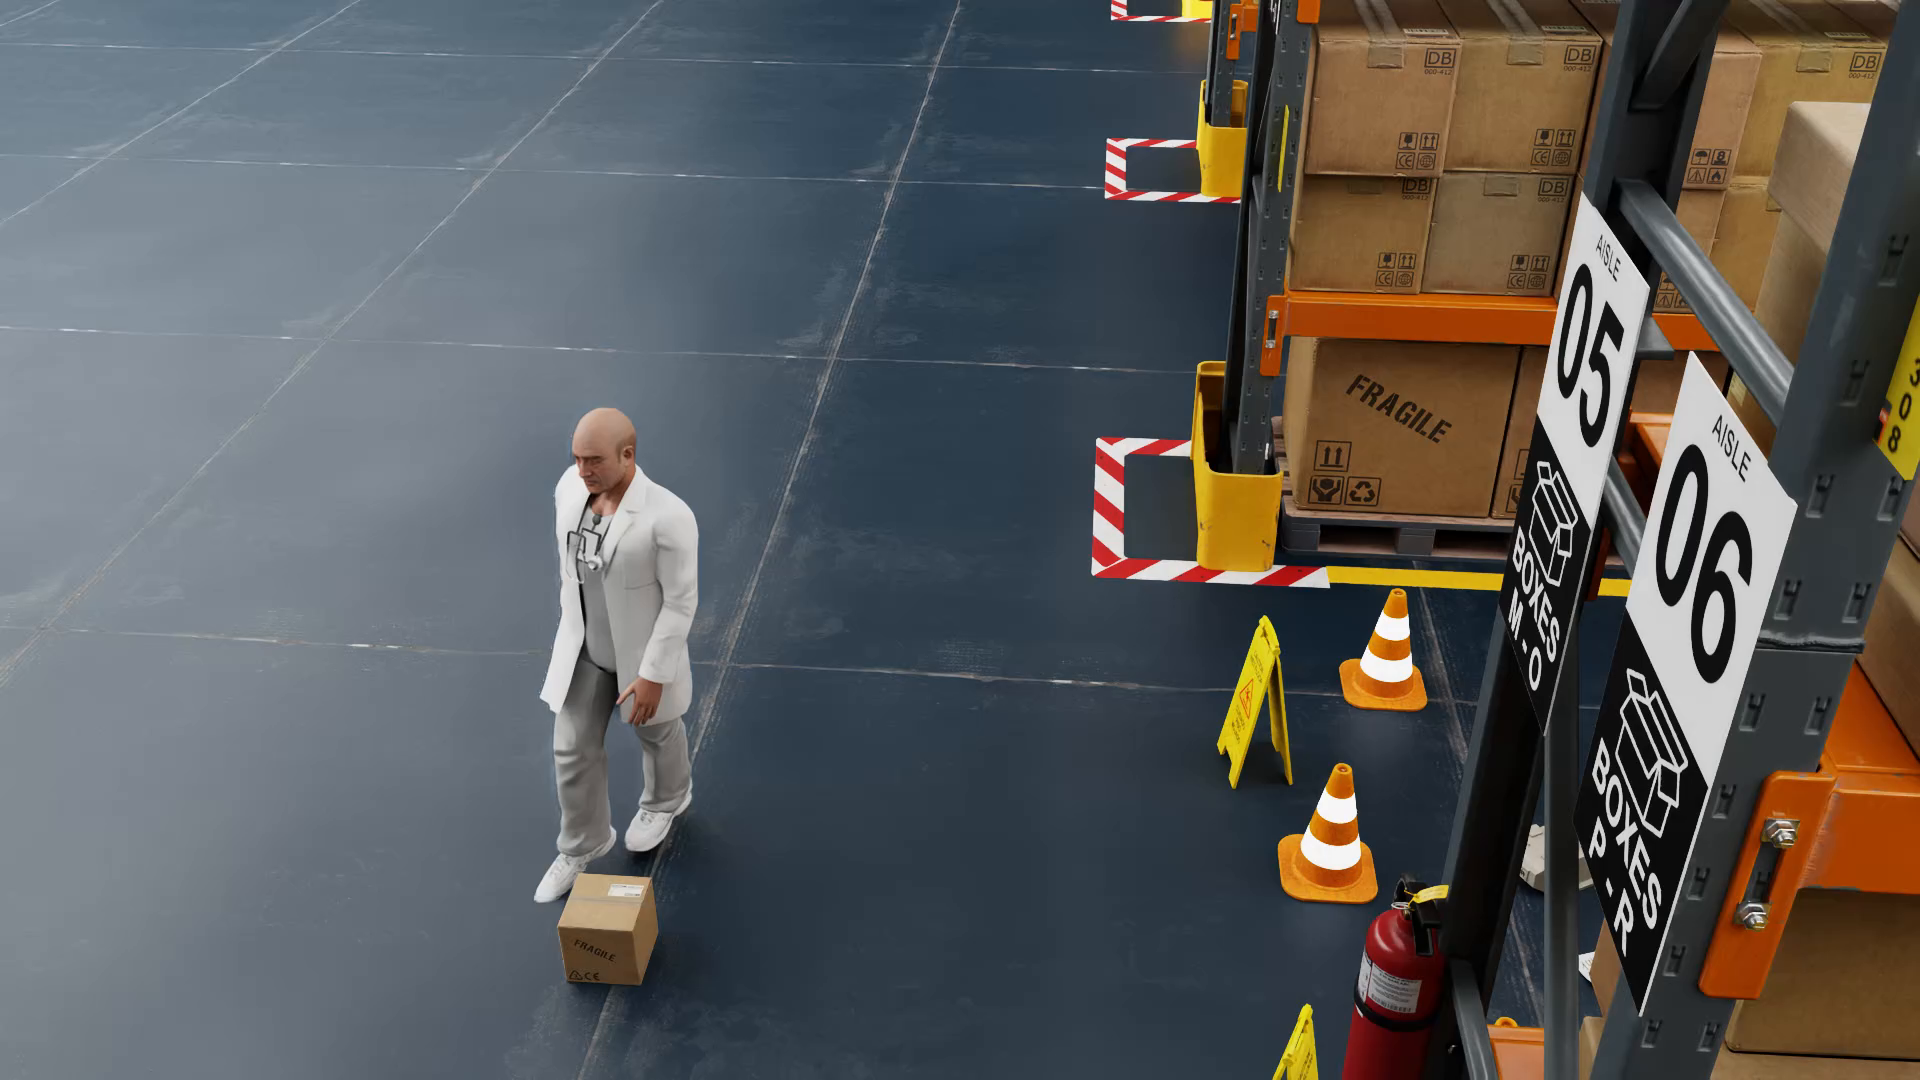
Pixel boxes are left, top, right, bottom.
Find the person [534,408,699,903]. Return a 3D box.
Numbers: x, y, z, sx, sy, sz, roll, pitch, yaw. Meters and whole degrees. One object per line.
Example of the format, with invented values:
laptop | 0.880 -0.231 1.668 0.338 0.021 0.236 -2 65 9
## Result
person | -1.132 0.397 5.524 0.626 1.829 0.675 12 33 18
